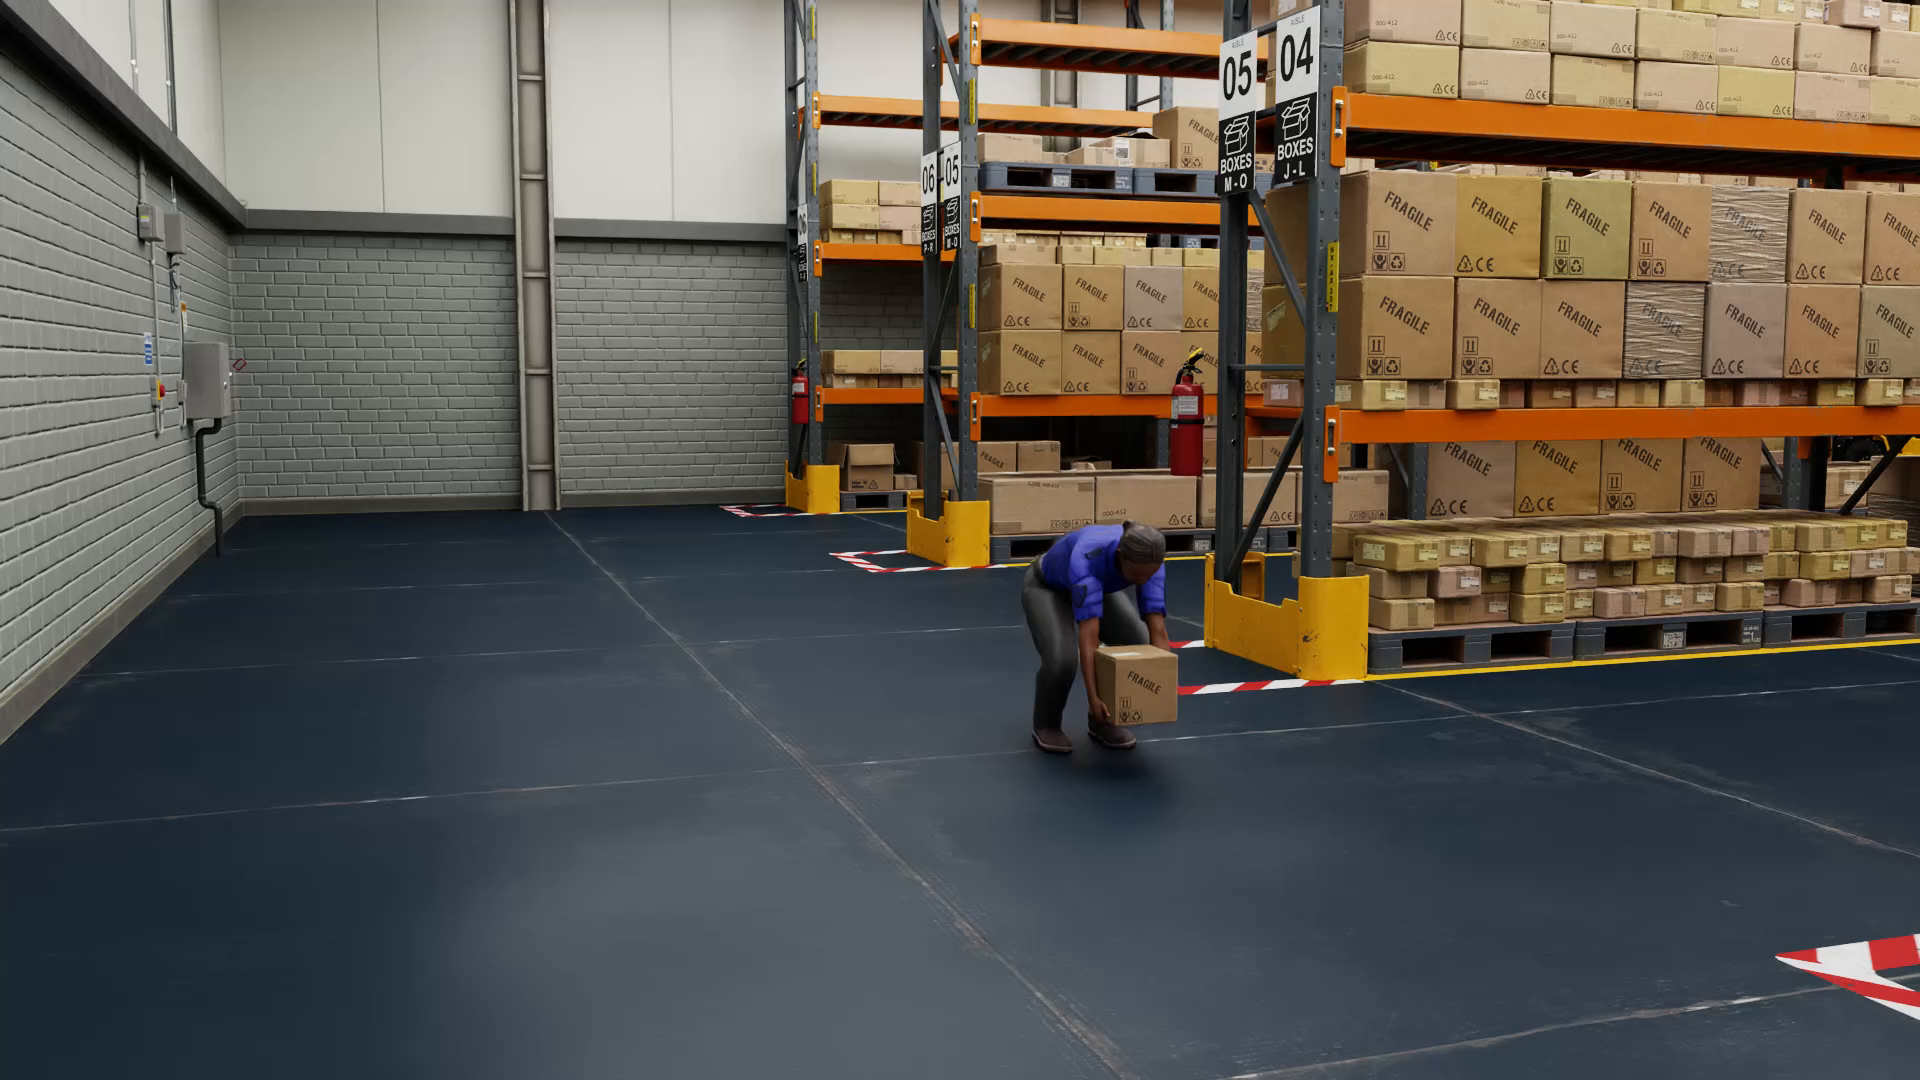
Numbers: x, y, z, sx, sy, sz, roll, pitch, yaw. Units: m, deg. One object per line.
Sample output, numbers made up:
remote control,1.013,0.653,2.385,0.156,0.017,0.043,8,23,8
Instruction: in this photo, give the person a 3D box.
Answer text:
person,0.545,0.371,6.497,0.472,0.946,0.857,-2,6,-21
